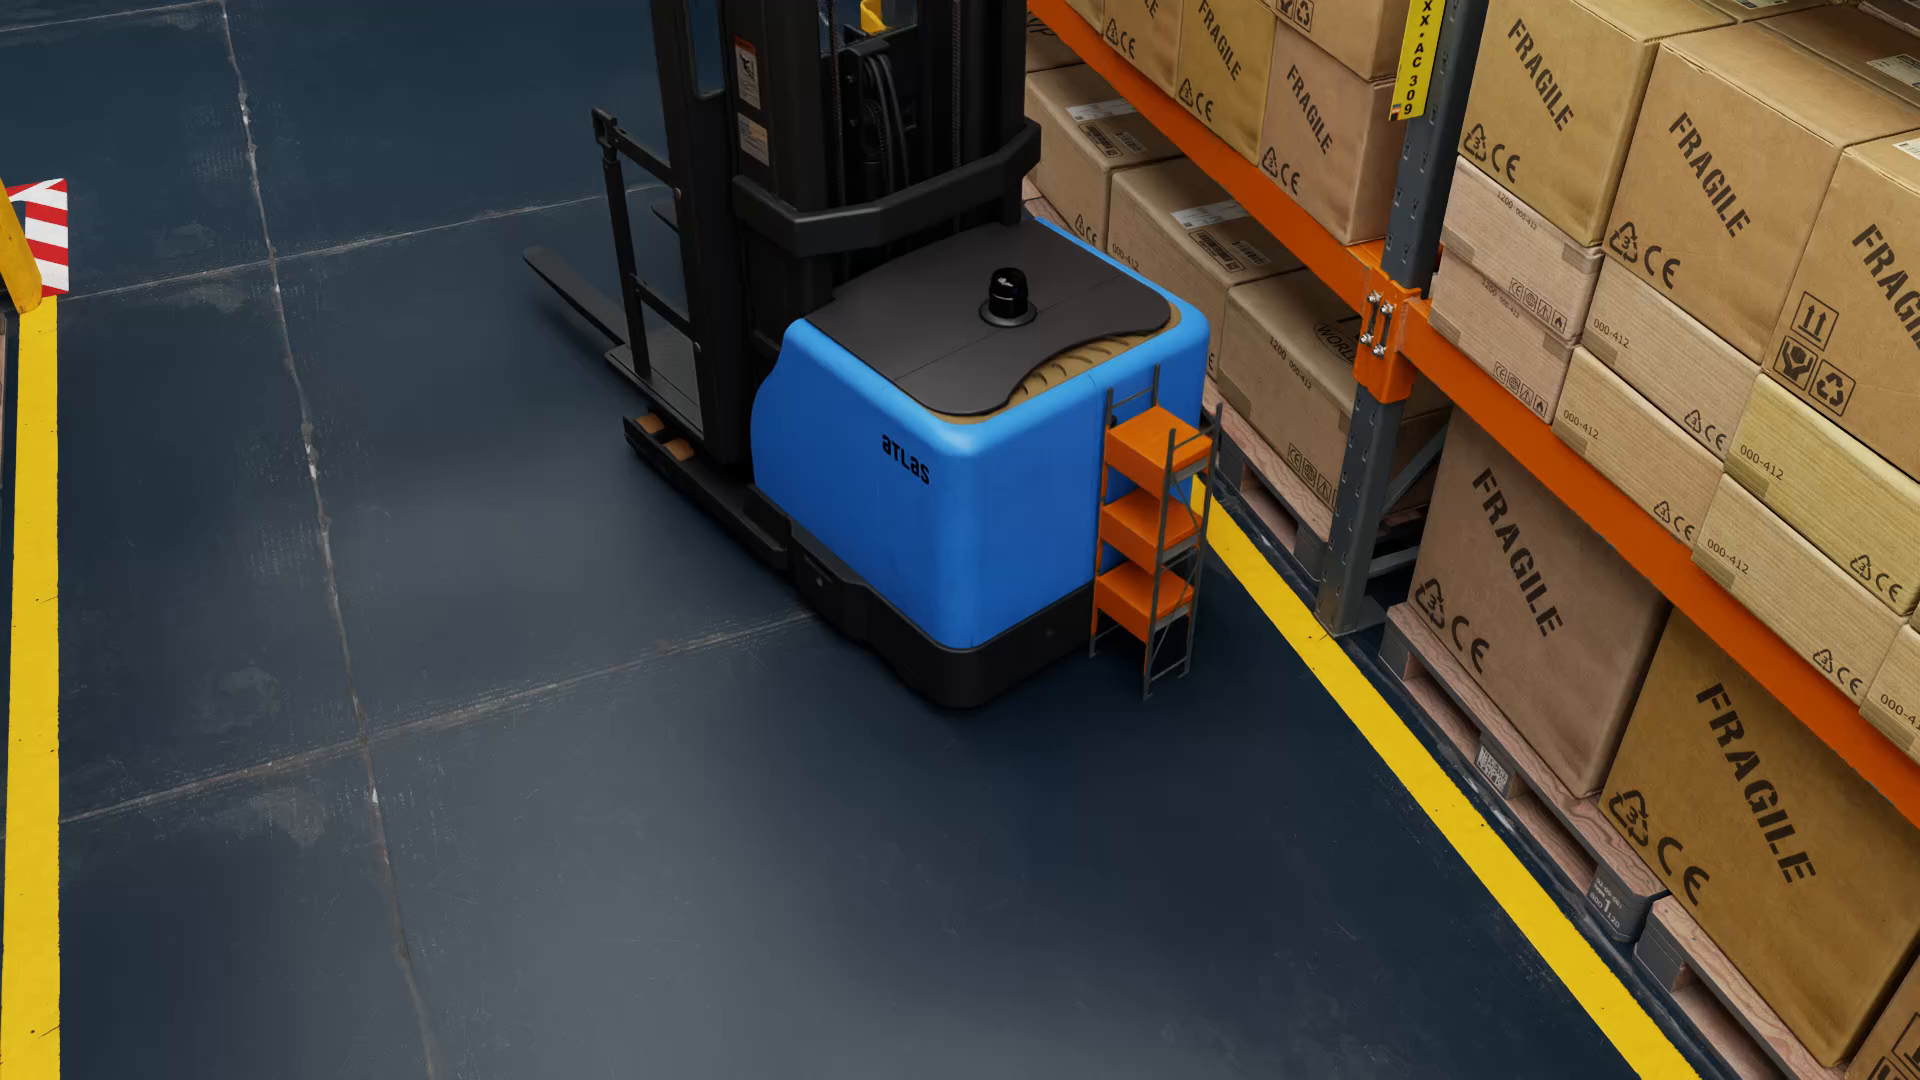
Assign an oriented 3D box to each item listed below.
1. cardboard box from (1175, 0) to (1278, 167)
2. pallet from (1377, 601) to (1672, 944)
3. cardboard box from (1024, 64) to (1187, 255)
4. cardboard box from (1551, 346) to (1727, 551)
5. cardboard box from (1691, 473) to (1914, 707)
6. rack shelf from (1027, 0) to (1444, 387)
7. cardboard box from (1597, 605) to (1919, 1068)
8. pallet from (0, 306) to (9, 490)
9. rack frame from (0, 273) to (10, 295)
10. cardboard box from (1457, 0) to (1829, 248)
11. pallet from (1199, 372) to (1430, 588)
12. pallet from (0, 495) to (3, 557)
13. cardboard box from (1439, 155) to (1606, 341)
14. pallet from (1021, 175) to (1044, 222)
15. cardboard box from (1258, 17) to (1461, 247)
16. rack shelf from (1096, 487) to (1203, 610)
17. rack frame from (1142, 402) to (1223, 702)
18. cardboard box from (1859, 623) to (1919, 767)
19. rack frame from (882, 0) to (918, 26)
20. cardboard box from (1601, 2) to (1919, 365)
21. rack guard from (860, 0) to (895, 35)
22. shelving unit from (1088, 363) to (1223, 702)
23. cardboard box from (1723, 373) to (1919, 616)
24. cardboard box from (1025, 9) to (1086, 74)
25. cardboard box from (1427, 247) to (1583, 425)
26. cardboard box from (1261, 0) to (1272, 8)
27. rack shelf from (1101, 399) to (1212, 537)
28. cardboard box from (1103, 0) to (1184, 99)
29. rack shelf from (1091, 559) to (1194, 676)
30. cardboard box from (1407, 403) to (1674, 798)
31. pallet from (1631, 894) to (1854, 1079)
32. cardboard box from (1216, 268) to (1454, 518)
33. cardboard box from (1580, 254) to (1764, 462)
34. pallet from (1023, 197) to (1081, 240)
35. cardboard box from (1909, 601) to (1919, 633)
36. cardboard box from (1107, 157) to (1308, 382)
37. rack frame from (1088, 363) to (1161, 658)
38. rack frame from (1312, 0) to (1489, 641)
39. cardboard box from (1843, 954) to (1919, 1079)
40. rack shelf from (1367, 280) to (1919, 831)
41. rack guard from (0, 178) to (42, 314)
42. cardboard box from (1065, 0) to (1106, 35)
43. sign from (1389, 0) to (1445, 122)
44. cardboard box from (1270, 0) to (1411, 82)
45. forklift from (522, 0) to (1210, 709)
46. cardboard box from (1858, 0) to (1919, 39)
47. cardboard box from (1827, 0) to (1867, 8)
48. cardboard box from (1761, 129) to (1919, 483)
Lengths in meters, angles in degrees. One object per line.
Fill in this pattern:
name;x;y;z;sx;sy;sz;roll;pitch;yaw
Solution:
cardboard box;1.028;-1.537;5.160;0.500;0.500;0.500;-16;43;-18
pallet;2.008;0.528;4.974;1.003;0.211;1.213;-15;43;-17
cardboard box;0.816;-1.651;7.012;0.875;0.438;0.875;-14;43;-16
cardboard box;1.767;-0.276;3.885;0.500;0.250;0.500;-16;43;-18
cardboard box;1.949;0.037;3.522;0.500;0.250;0.500;-15;43;-17
rack shelf;0.878;-1.907;6.219;1.077;0.370;4.000;-15;43;-17
cardboard box;2.307;0.567;4.098;0.875;0.875;0.875;-14;43;-16
pallet;-4.114;-0.488;6.155;1.003;0.211;1.213;-15;43;-17
rack frame;-4.422;-2.089;5.879;1.000;3.000;0.127;-15;43;-17
cardboard box;1.546;-1.055;3.833;0.500;0.500;0.500;-15;43;-16
pallet;1.425;-0.395;6.048;1.003;0.211;1.213;-15;43;-17
pallet;-3.652;0.246;5.302;1.003;0.211;1.213;-15;43;-17
cardboard box;1.551;-0.772;4.079;0.500;0.250;0.500;-16;43;-18
pallet;0.491;-1.865;7.757;1.003;0.211;1.213;-15;43;-17
cardboard box;1.230;-1.229;4.801;0.500;0.500;0.500;-15;43;-16
rack shelf;0.567;0.007;4.953;0.215;0.259;0.240;-28;48;-29
rack frame;0.645;0.061;4.874;0.200;1.050;0.008;-28;48;-29
cardboard box;2.131;0.340;3.169;0.500;0.250;0.500;-16;43;-18
rack frame;0.113;-3.385;7.385;1.000;3.000;0.127;-15;43;-17
cardboard box;1.766;-0.756;3.485;0.500;0.500;0.500;-15;43;-17
rack guard;0.104;-2.451;8.217;1.175;0.500;0.348;-15;43;-17
shelving unit;0.567;-0.001;4.946;0.215;1.050;0.252;-28;48;-29
cardboard box;1.945;-0.155;3.361;0.500;0.250;0.500;-15;43;-16
cardboard box;0.458;-2.200;7.651;0.875;0.438;0.875;-17;43;-18
cardboard box;1.568;-0.587;4.247;0.500;0.250;0.500;-16;43;-18
cardboard box;1.021;-1.915;4.833;0.500;0.500;0.500;-16;43;-17
rack shelf;0.567;-0.208;4.768;0.215;0.259;0.240;-28;48;-29
cardboard box;0.822;-1.836;5.508;0.500;0.500;0.500;-16;43;-17
rack shelf;0.567;0.218;5.134;0.215;0.259;0.240;-28;48;-29
cardboard box;1.955;0.025;4.728;0.875;0.875;0.875;-14;43;-16
pallet;2.479;1.264;4.118;1.003;0.211;1.213;-15;43;-17
cardboard box;1.502;-0.568;5.753;0.875;0.438;0.875;-16;43;-17
cardboard box;1.777;-0.465;3.722;0.500;0.250;0.500;-14;43;-16
pallet;0.954;-1.131;6.904;1.003;0.211;1.213;-15;43;-17
cardboard box;2.141;0.149;3.007;0.500;0.250;0.500;-16;43;-18
cardboard box;1.159;-1.107;6.380;0.875;0.438;0.875;-16;43;-18
rack frame;0.490;-0.062;5.017;0.200;1.050;0.008;-28;48;-29
rack frame;1.643;-0.975;4.583;1.000;3.000;0.127;-15;43;-17
cardboard box;2.649;1.106;3.471;0.875;0.875;0.875;-15;43;-16
rack shelf;2.409;0.502;3.417;1.077;0.370;4.000;-15;43;-17
rack guard;-4.393;-1.095;6.640;1.175;0.500;0.348;-15;43;-17
cardboard box;0.636;-2.156;5.879;0.500;0.500;0.500;-14;43;-15
sign;1.131;-1.194;4.113;0.100;0.325;0.005;-15;43;-17
cardboard box;1.208;-1.607;4.475;0.500;0.500;0.500;-15;43;-17
forklift;-0.569;-1.496;5.242;1.130;2.935;3.031;-28;48;-29
cardboard box;2.251;-0.876;3.624;0.500;0.500;0.500;-14;43;-16
cardboard box;2.046;-1.186;3.985;0.500;0.500;0.500;-14;43;-15
cardboard box;1.956;-0.453;3.133;0.500;0.500;0.500;-16;43;-18
